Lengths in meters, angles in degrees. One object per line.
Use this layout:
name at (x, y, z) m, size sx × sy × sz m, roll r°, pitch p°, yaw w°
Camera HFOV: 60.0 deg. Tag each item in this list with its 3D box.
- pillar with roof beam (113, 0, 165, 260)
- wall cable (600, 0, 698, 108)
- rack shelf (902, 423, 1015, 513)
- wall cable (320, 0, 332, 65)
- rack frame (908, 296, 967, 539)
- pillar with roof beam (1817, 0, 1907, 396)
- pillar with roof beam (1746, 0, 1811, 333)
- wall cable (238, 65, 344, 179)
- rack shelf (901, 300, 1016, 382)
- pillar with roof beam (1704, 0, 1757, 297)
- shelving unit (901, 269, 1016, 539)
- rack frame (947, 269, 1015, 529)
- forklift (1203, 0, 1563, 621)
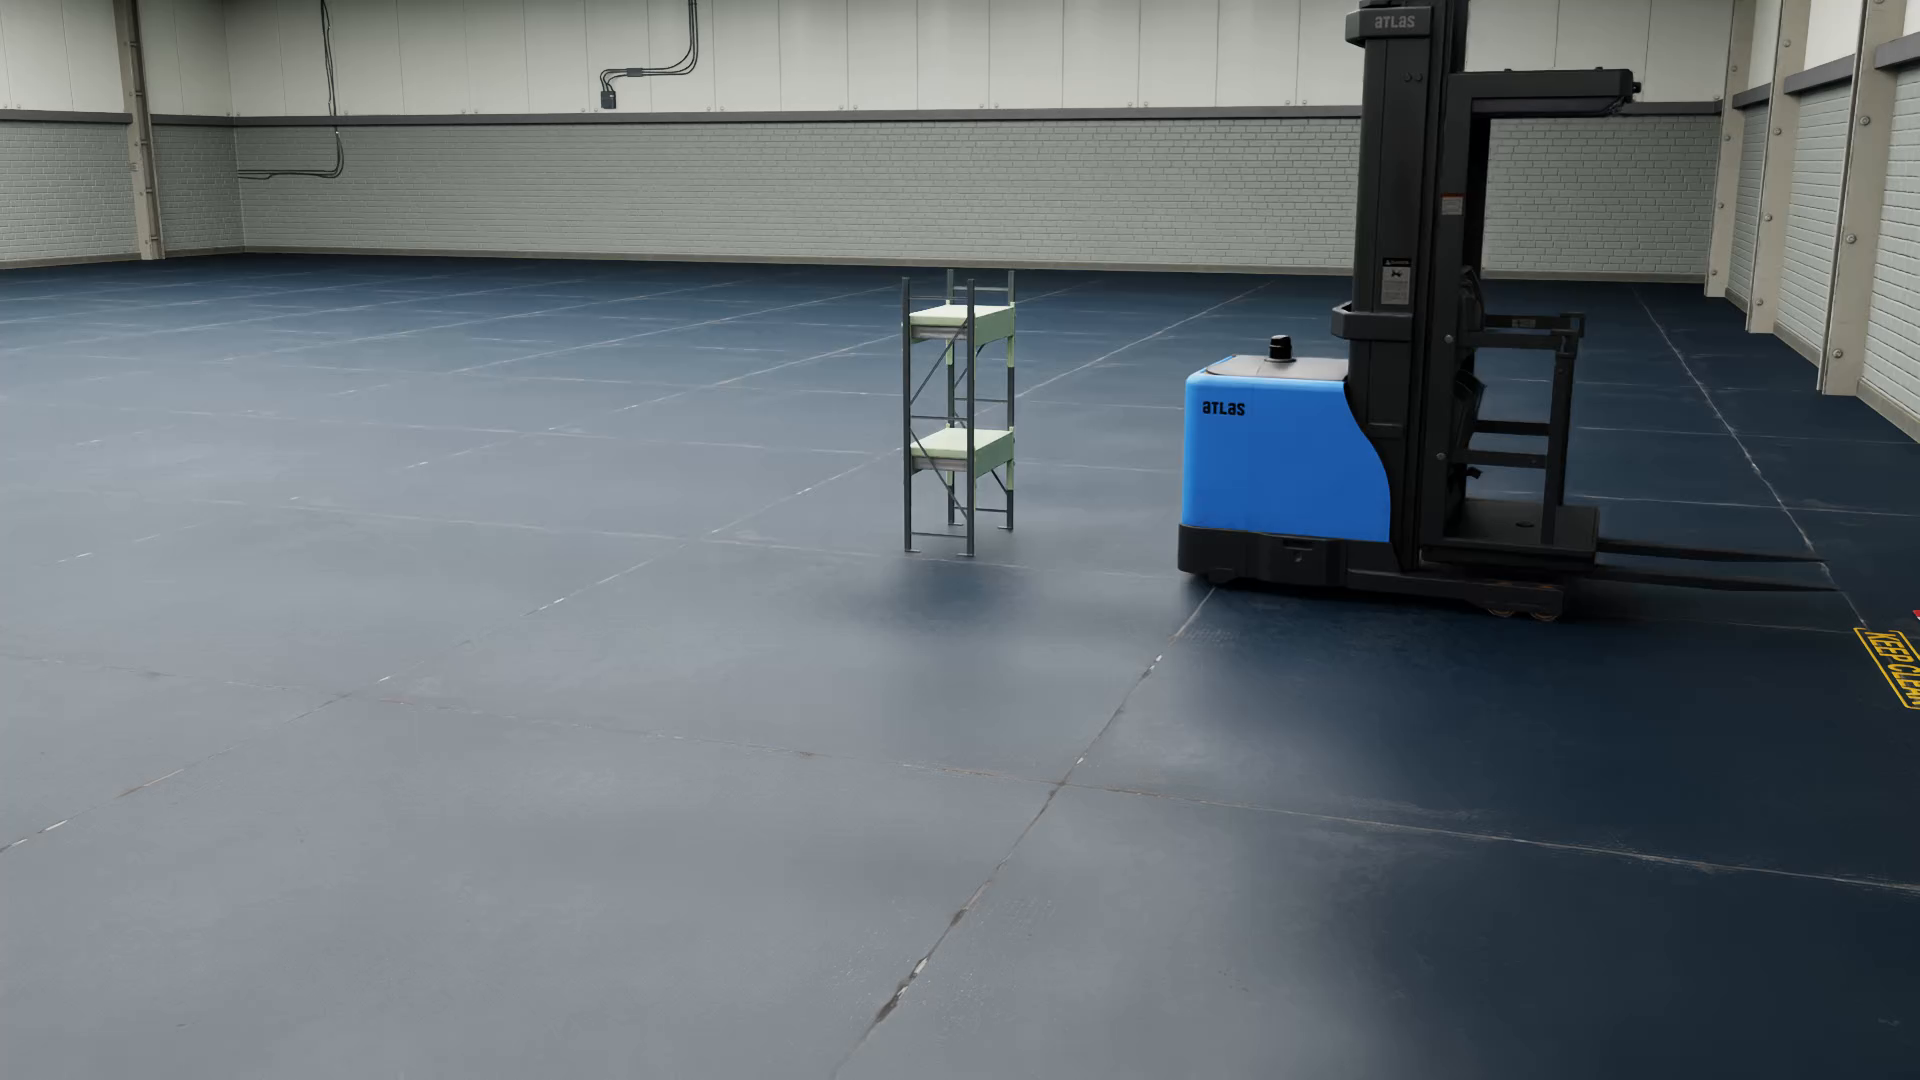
pillar with roof beam at (-13.653, -10.249, 34.167) m, size 9.100 × 9.000 × 0.400 m, roll 4°, pitch 14°, yaw 18°
wall cable at (-6.545, -12.055, 34.438) m, size 2.305 × 6.003 × 0.169 m, roll 4°, pitch 14°, yaw 18°
rack shelf at (0.002, -0.415, 9.400) m, size 0.431 × 0.370 × 0.720 m, roll 4°, pitch 14°, yaw 18°
wall cable at (-12.963, -11.837, 36.756) m, size 3.097 × 2.526 × 0.112 m, roll 4°, pitch 14°, yaw 18°
rack frame at (-0.118, -0.656, 8.990) m, size 0.380 × 1.308 × 0.010 m, roll 4°, pitch 14°, yaw 18°
pillar with roof beam at (4.123, -6.074, 15.877) m, size 9.100 × 9.000 × 0.400 m, roll 4°, pitch 14°, yaw 18°
pillar with roof beam at (6.064, -7.337, 21.412) m, size 9.100 × 9.000 × 0.400 m, roll 4°, pitch 14°, yaw 18°
wall cable at (-15.522, -9.570, 38.171) m, size 3.097 × 2.526 × 0.112 m, roll 4°, pitch 14°, yaw 18°
rack shelf at (0.002, -1.113, 9.240) m, size 0.431 × 0.370 × 0.720 m, roll 4°, pitch 14°, yaw 18°
pillar with roof beam at (8.005, -8.601, 26.946) m, size 9.100 × 9.000 × 0.400 m, roll 4°, pitch 14°, yaw 18°
shelving unit at (0.003, -0.733, 9.330) m, size 0.431 × 1.500 × 0.748 m, roll 4°, pitch 14°, yaw 18°
rack frame at (0.121, -0.810, 9.665) m, size 0.400 × 1.500 × 0.023 m, roll 4°, pitch 14°, yaw 18°
forklift at (-9.671, -0.935, 7.140) m, size 23.055 × 2.867 × 12.119 m, roll 5°, pitch 14°, yaw 21°
